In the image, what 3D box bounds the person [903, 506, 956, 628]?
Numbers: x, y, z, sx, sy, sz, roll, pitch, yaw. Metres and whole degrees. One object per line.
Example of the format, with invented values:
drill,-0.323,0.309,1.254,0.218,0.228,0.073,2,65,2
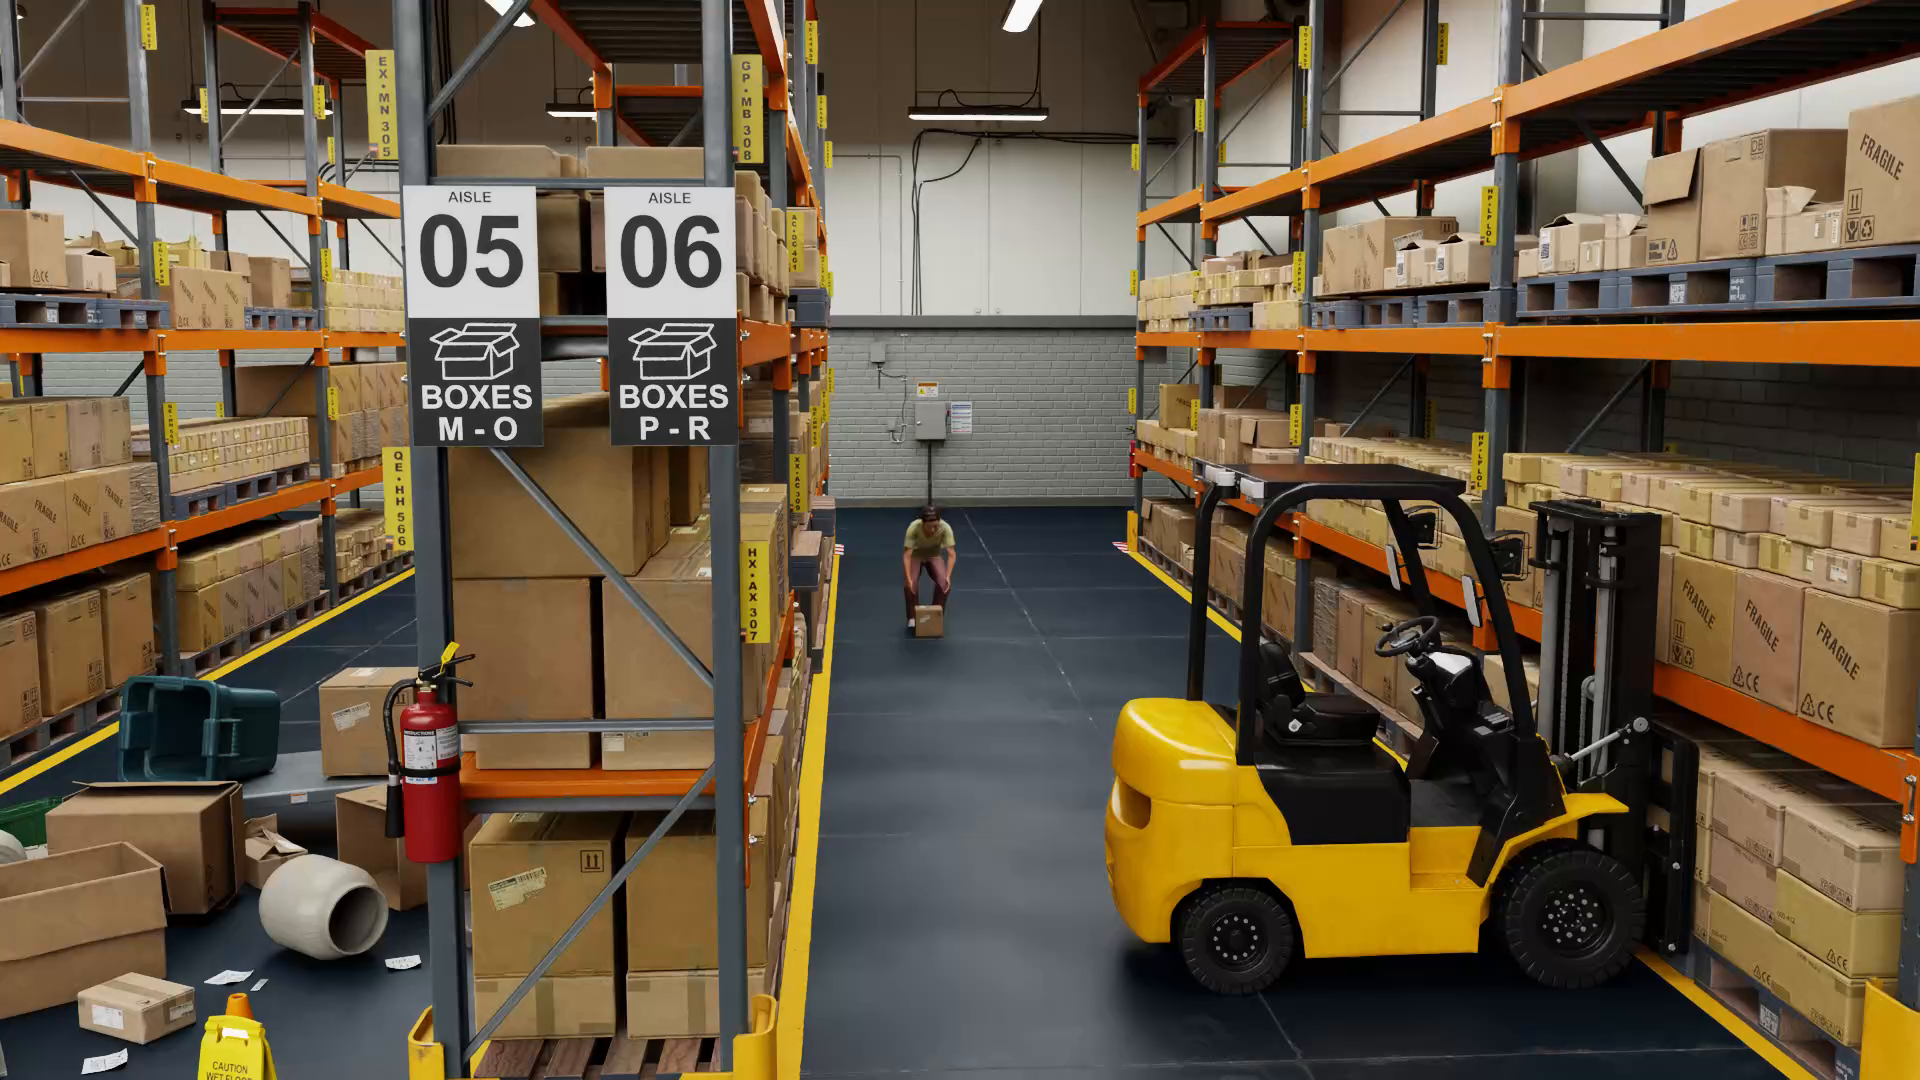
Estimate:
person,-0.295,0.241,15.809,0.506,1.187,0.730,0,7,-4
